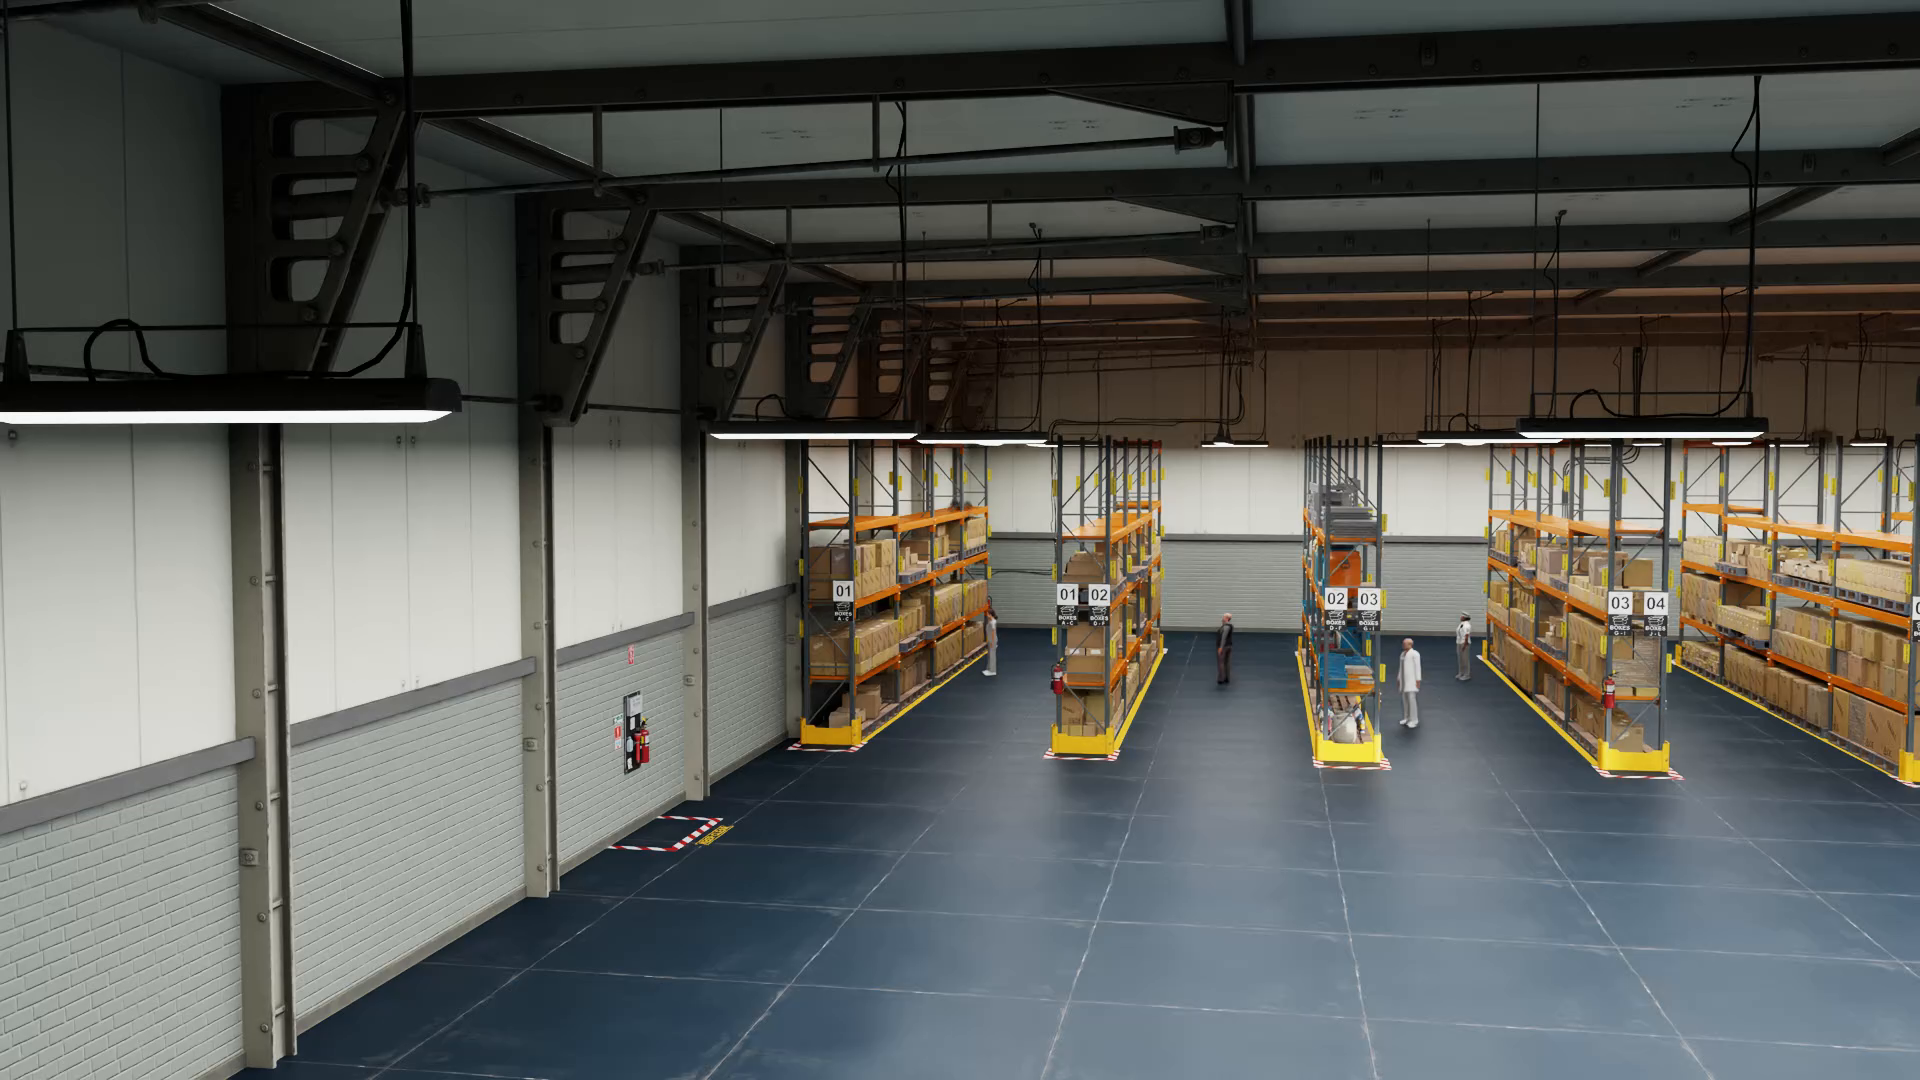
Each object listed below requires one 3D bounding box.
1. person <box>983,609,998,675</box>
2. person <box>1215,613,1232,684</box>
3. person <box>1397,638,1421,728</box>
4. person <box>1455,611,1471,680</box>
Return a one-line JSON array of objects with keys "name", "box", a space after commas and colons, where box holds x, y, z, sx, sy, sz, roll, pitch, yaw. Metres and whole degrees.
[{"name": "person", "box": [0.777, 2.591, 42.362, 0.405, 1.669, 0.492, 0, 3, -2]}, {"name": "person", "box": [6.473, 2.748, 40.872, 0.473, 1.536, 0.540, 2, 4, 38]}, {"name": "person", "box": [9.330, 2.966, 34.666, 0.420, 1.818, 0.685, -1, 3, -18]}, {"name": "person", "box": [12.592, 2.630, 41.626, 0.373, 1.704, 0.448, -1, 3, -17]}]
